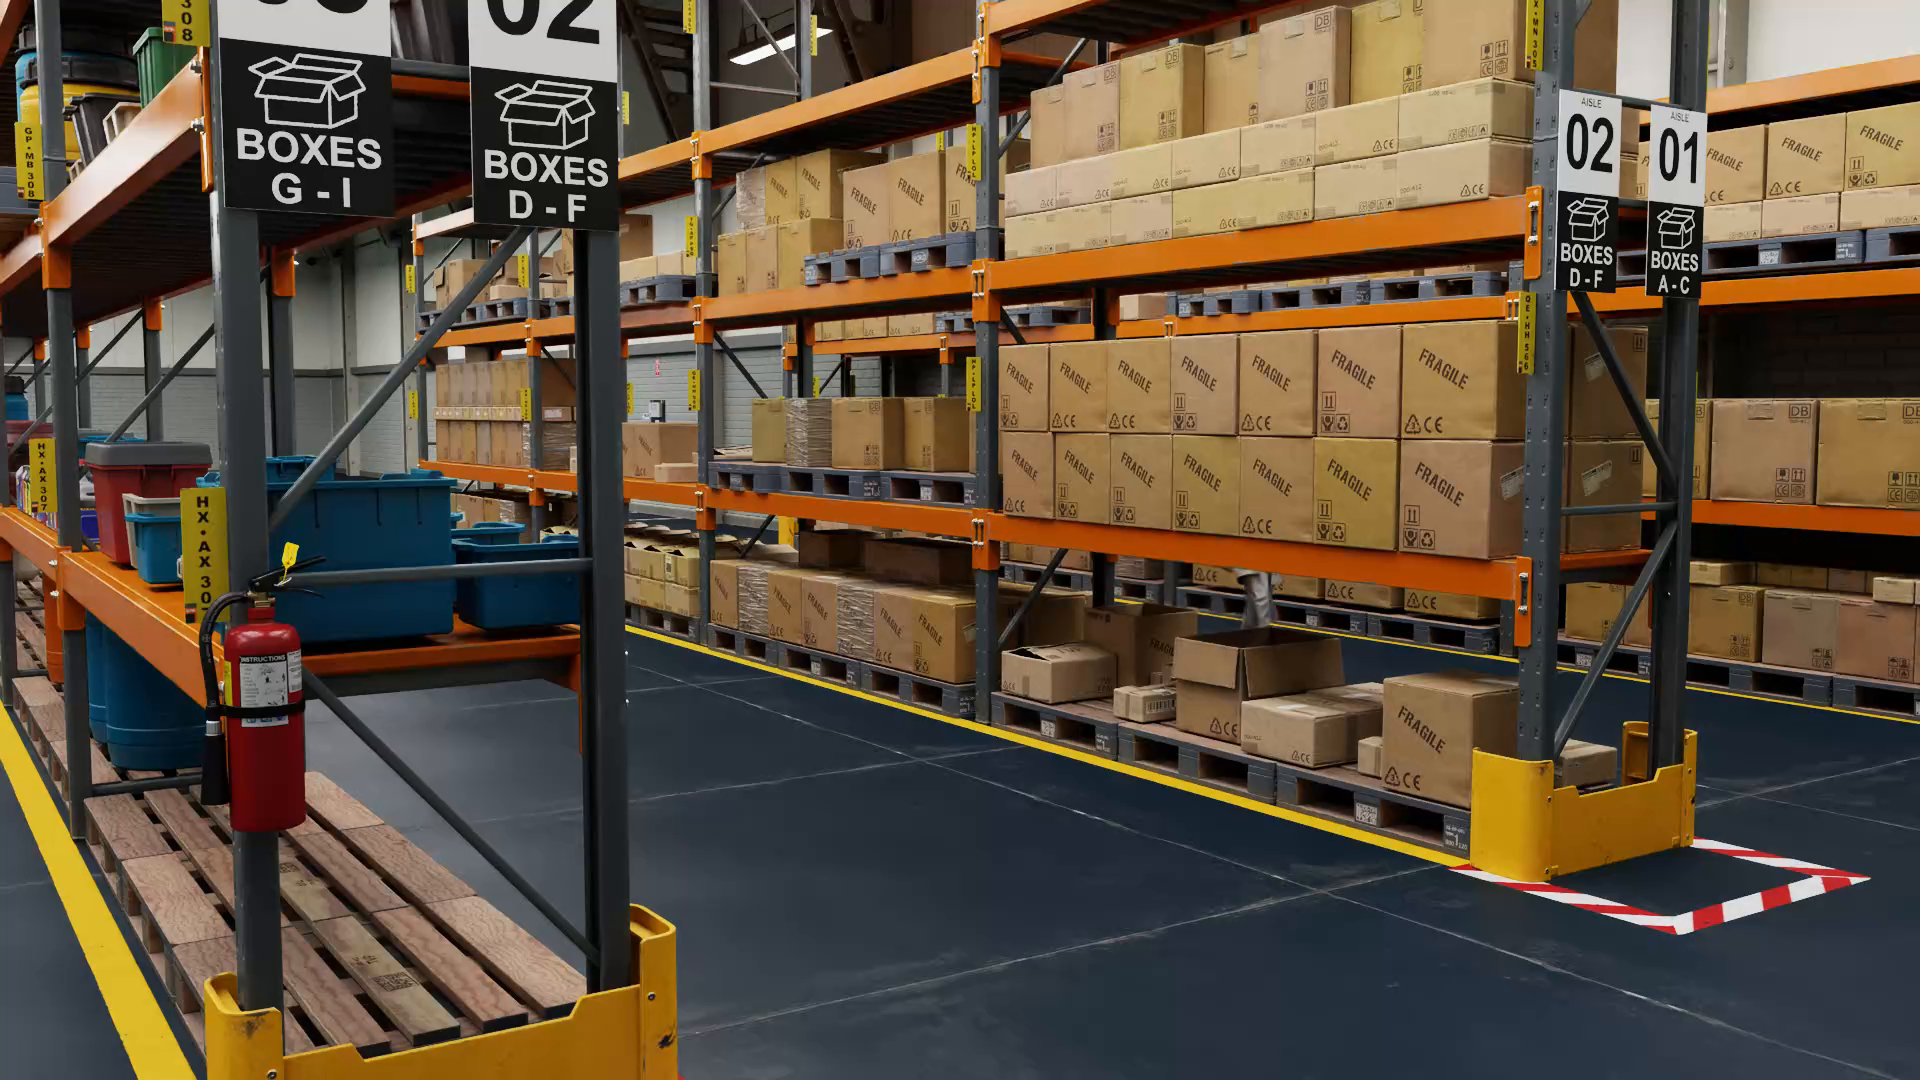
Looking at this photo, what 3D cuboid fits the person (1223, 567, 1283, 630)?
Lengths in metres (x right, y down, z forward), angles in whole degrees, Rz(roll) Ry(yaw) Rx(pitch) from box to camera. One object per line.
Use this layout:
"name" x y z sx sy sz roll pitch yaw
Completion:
"person" 2.219 0.102 12.051 0.576 1.811 0.832 -2 5 -25
